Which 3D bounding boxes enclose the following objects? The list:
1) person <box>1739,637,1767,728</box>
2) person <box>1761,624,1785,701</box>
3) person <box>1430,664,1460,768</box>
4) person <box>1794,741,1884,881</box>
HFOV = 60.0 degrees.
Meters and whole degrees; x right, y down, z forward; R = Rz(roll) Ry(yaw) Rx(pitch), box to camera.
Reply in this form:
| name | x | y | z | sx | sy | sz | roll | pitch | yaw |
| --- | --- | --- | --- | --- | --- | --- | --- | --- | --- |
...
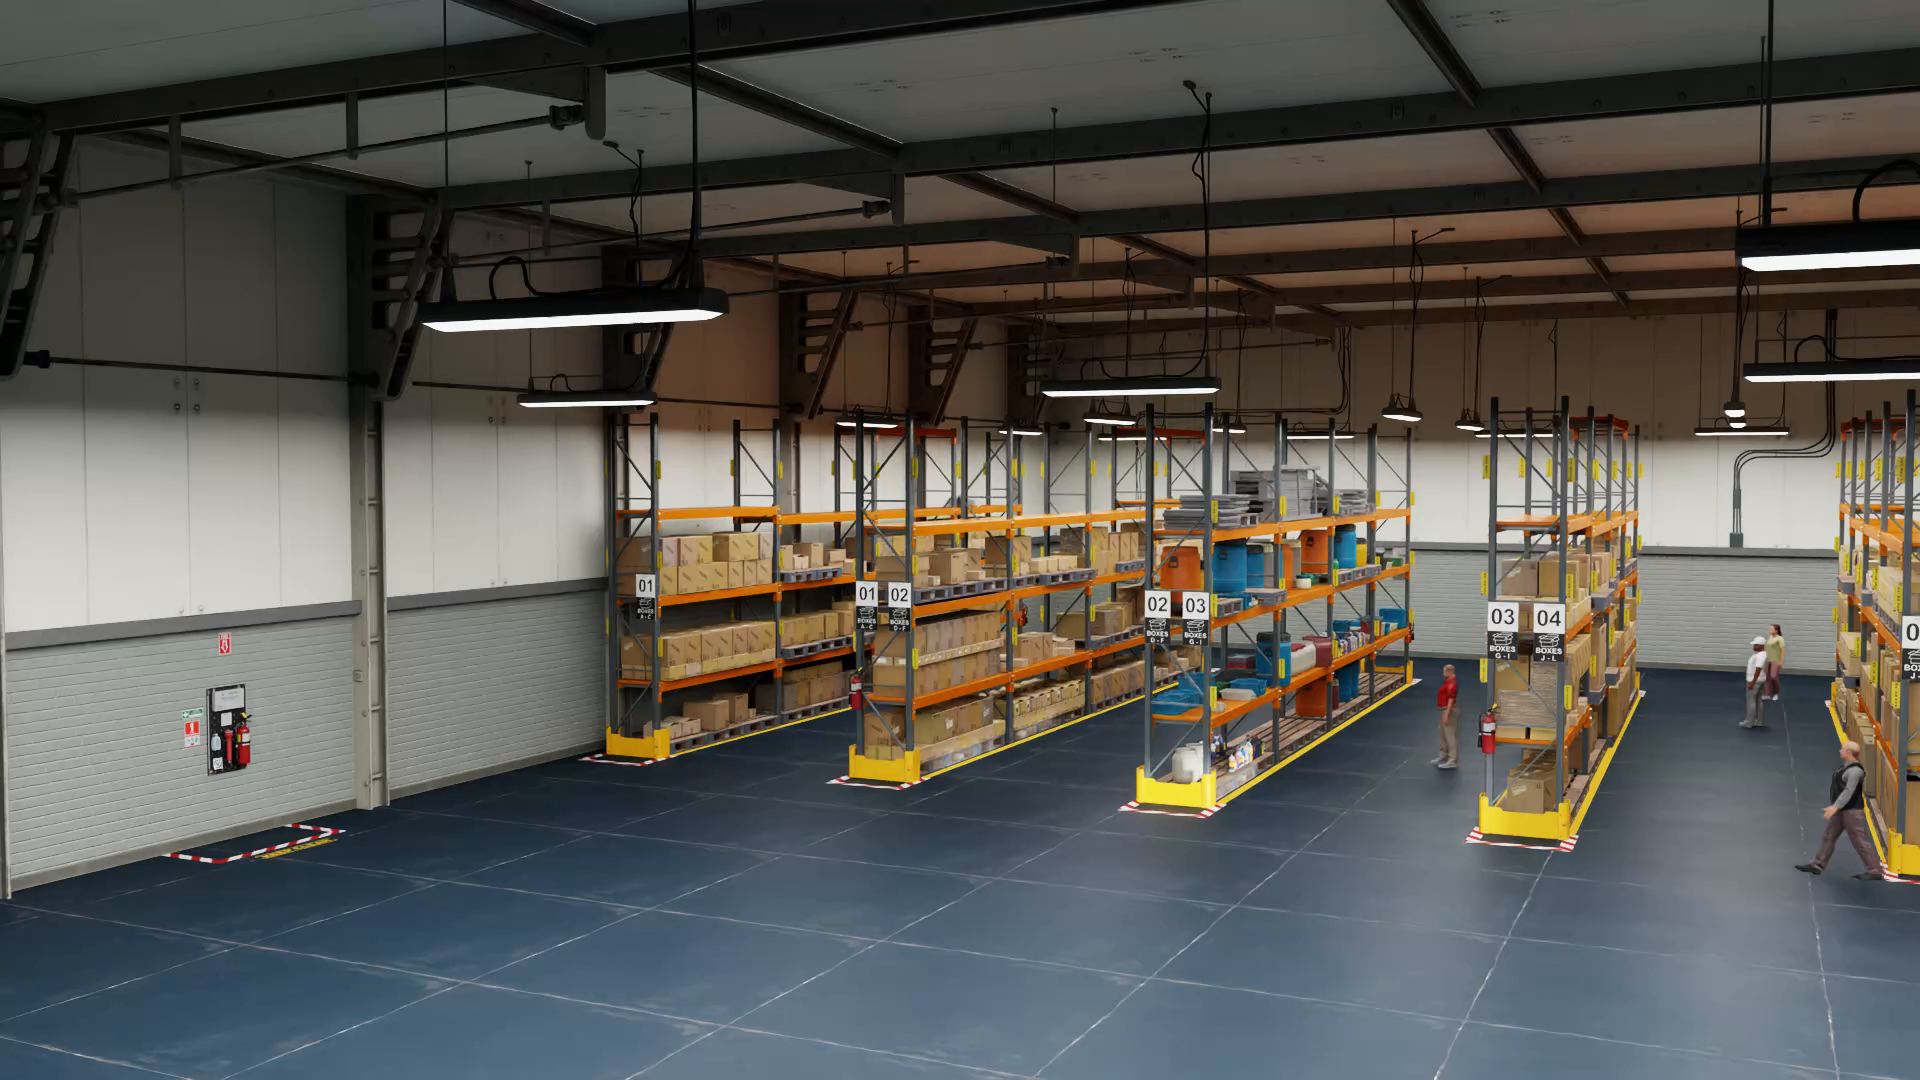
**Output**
| name | x | y | z | sx | sy | sz | roll | pitch | yaw |
| --- | --- | --- | --- | --- | --- | --- | --- | --- | --- |
| person | 15.443 | 2.760 | 32.335 | 0.501 | 1.766 | 0.637 | 2 | 3 | 42 |
| person | 17.530 | 2.641 | 35.929 | 0.405 | 1.674 | 0.579 | -1 | 3 | -26 |
| person | 8.200 | 2.956 | 28.059 | 0.453 | 1.724 | 0.596 | 0 | 2 | 6 |
| person | 10.733 | 3.287 | 20.267 | 0.951 | 1.673 | 0.607 | 1 | 3 | 18 |
